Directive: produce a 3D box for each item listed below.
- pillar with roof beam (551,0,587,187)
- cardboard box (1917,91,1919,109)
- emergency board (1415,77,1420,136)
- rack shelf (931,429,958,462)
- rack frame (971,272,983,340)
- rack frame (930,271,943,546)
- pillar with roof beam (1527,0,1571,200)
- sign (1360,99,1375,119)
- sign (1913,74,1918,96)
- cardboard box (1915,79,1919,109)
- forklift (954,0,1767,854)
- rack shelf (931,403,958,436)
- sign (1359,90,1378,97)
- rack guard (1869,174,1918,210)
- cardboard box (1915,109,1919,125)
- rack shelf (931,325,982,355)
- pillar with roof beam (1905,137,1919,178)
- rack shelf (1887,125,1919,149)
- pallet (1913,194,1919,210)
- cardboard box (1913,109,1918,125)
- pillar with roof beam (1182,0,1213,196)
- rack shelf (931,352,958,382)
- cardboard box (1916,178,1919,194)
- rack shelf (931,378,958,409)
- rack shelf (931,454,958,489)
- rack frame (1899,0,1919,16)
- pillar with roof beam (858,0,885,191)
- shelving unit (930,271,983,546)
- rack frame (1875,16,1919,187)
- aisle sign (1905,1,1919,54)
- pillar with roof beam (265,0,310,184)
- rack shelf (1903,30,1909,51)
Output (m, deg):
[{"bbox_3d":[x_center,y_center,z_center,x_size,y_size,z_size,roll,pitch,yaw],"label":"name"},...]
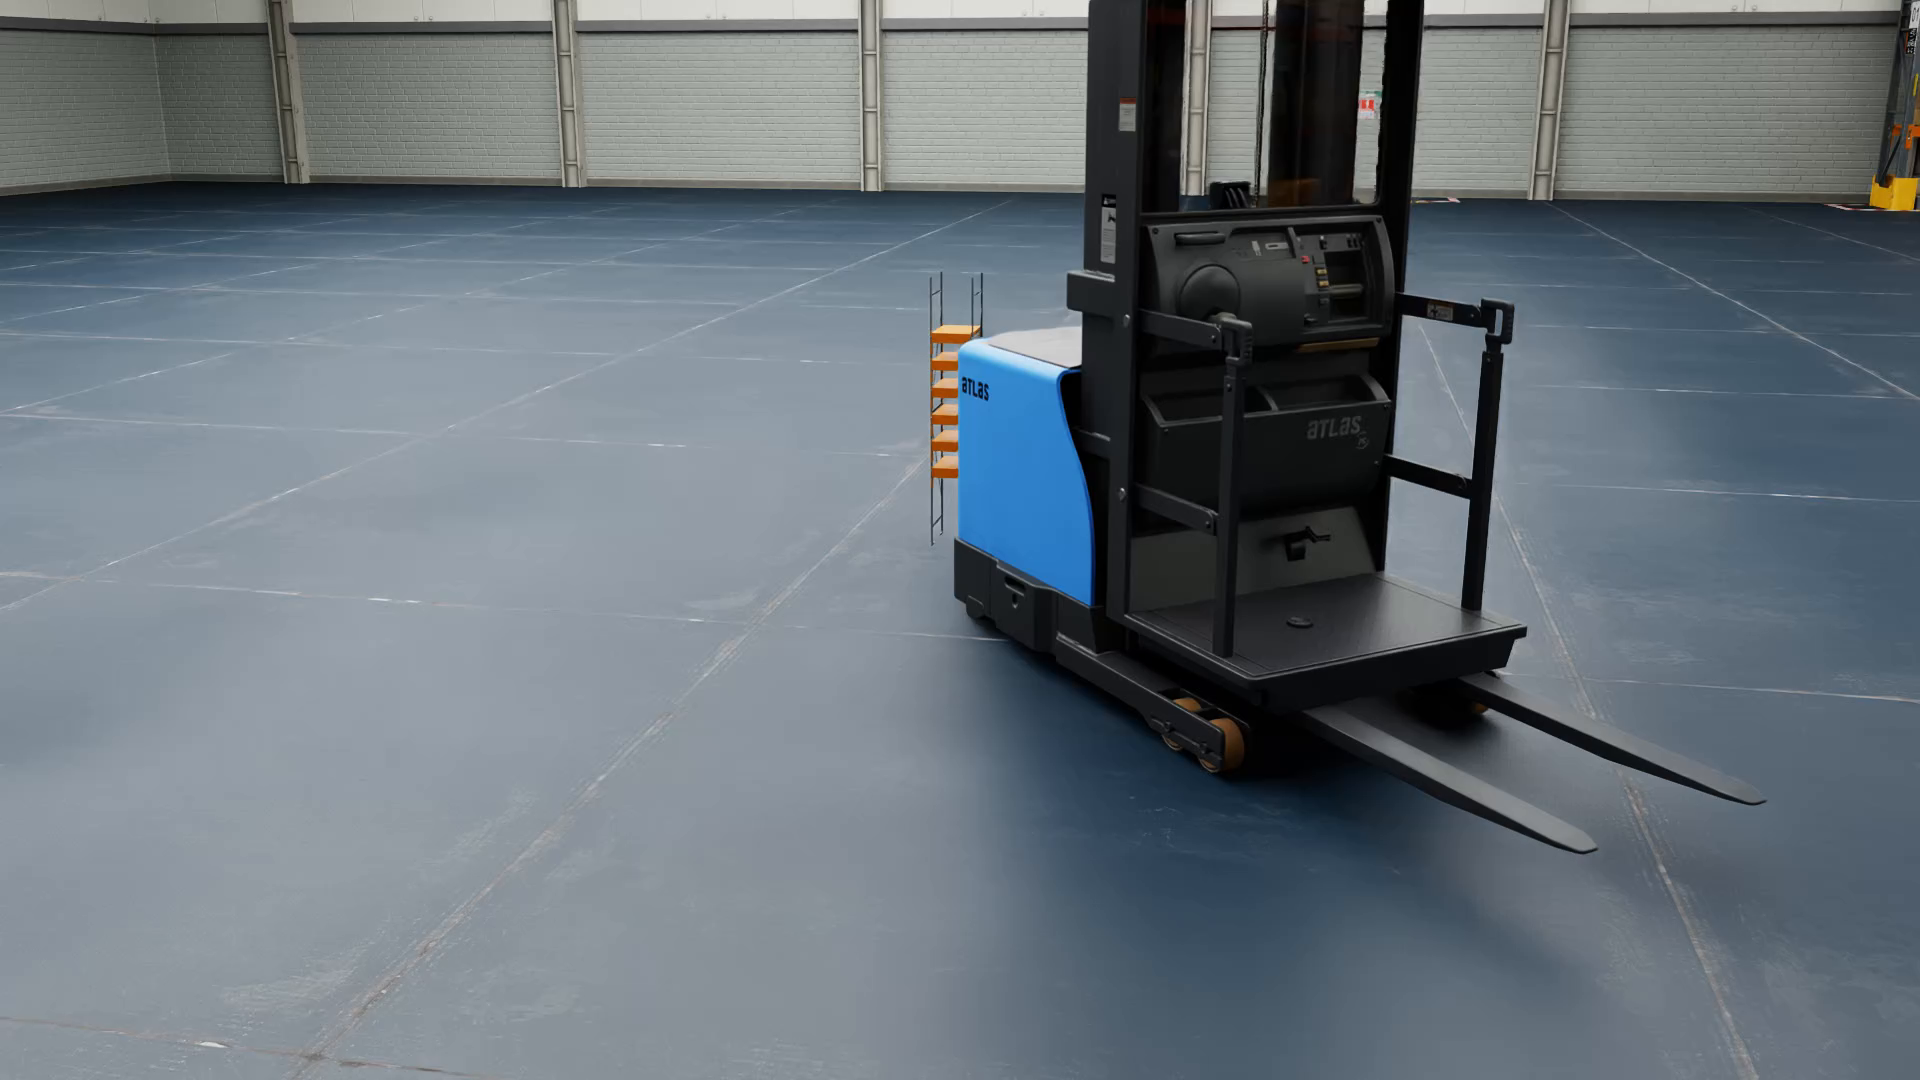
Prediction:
[{"bbox_3d":[-8.378,-10.114,27.216,0.400,9.000,9.100,3,16,11],"label":"pillar with roof beam"},{"bbox_3d":[15.548,-7.078,26.333,0.500,0.500,0.500,3,16,11],"label":"cardboard box"},{"bbox_3d":[7.705,-7.532,29.137,0.643,1.169,0.194,3,16,11],"label":"emergency board"},{"bbox_3d":[-0.014,-0.421,7.450,0.180,0.103,0.258,3,16,11],"label":"rack shelf"},{"bbox_3d":[0.075,-0.574,7.388,0.006,1.200,0.240,3,16,11],"label":"rack frame"},{"bbox_3d":[-0.104,-0.584,7.423,0.006,1.200,0.240,3,16,11],"label":"rack frame"},{"bbox_3d":[9.261,-9.156,23.760,0.400,9.000,9.100,3,16,11],"label":"pillar with roof beam"},{"bbox_3d":[7.184,-7.606,29.336,0.234,0.329,0.001,3,16,11],"label":"sign"},{"bbox_3d":[15.033,-7.158,26.163,0.005,0.325,0.100,3,16,11],"label":"sign"},{"bbox_3d":[15.645,-7.212,26.819,0.500,0.500,0.500,3,16,10],"label":"cardboard box"},{"bbox_3d":[1.101,-0.844,5.119,1.130,2.935,3.031,-8,17,-26],"label":"forklift"},{"bbox_3d":[-0.014,-0.536,7.418,0.180,0.103,0.258,3,16,11],"label":"rack shelf"},{"bbox_3d":[7.187,-7.859,29.256,0.331,0.109,0.001,3,16,11],"label":"sign"},{"bbox_3d":[15.215,-5.674,27.110,0.348,0.500,1.175,3,16,11],"label":"rack guard"},{"bbox_3d":[15.555,-6.711,26.415,0.500,0.250,0.500,3,16,9],"label":"cardboard box"},{"bbox_3d":[-0.014,-0.883,7.321,0.180,0.103,0.258,3,16,11],"label":"rack shelf"},{"bbox_3d":[15.141,-8.837,22.607,0.400,9.000,9.100,3,16,11],"label":"pillar with roof beam"},{"bbox_3d":[17.100,-6.430,26.503,4.000,0.370,1.077,3,16,11],"label":"rack shelf"},{"bbox_3d":[16.004,-5.482,26.960,1.213,0.211,1.003,3,16,11],"label":"pallet"},{"bbox_3d":[15.637,-6.846,26.902,0.500,0.250,0.500,3,16,12],"label":"cardboard box"},{"bbox_3d":[3.382,-9.475,24.912,0.400,9.000,9.100,3,16,11],"label":"pillar with roof beam"},{"bbox_3d":[-0.014,-0.767,7.353,0.180,0.103,0.258,3,16,11],"label":"rack shelf"},{"bbox_3d":[15.801,-5.739,26.874,0.500,0.311,0.500,1,16,5],"label":"cardboard box"},{"bbox_3d":[-0.014,-0.652,7.385,0.180,0.103,0.258,3,16,11],"label":"rack shelf"},{"bbox_3d":[-0.014,-0.305,7.482,0.180,0.103,0.258,3,16,11],"label":"rack shelf"},{"bbox_3d":[15.140,-9.774,25.991,0.127,3.000,1.000,3,16,11],"label":"rack frame"},{"bbox_3d":[-2.498,-9.794,26.064,0.400,9.000,9.100,3,16,11],"label":"pillar with roof beam"},{"bbox_3d":[-0.014,-0.579,7.406,0.189,1.200,0.258,3,16,11],"label":"shelving unit"},{"bbox_3d":[15.140,-6.883,26.791,0.127,3.000,1.000,3,16,11],"label":"rack frame"},{"bbox_3d":[15.010,-8.061,26.175,0.004,0.787,0.394,3,16,11],"label":"aisle sign"},{"bbox_3d":[-14.257,-10.433,28.369,0.400,9.000,9.100,3,16,11],"label":"pillar with roof beam"},{"bbox_3d":[17.100,-7.875,26.103,4.000,0.370,1.077,3,16,11],"label":"rack shelf"}]
